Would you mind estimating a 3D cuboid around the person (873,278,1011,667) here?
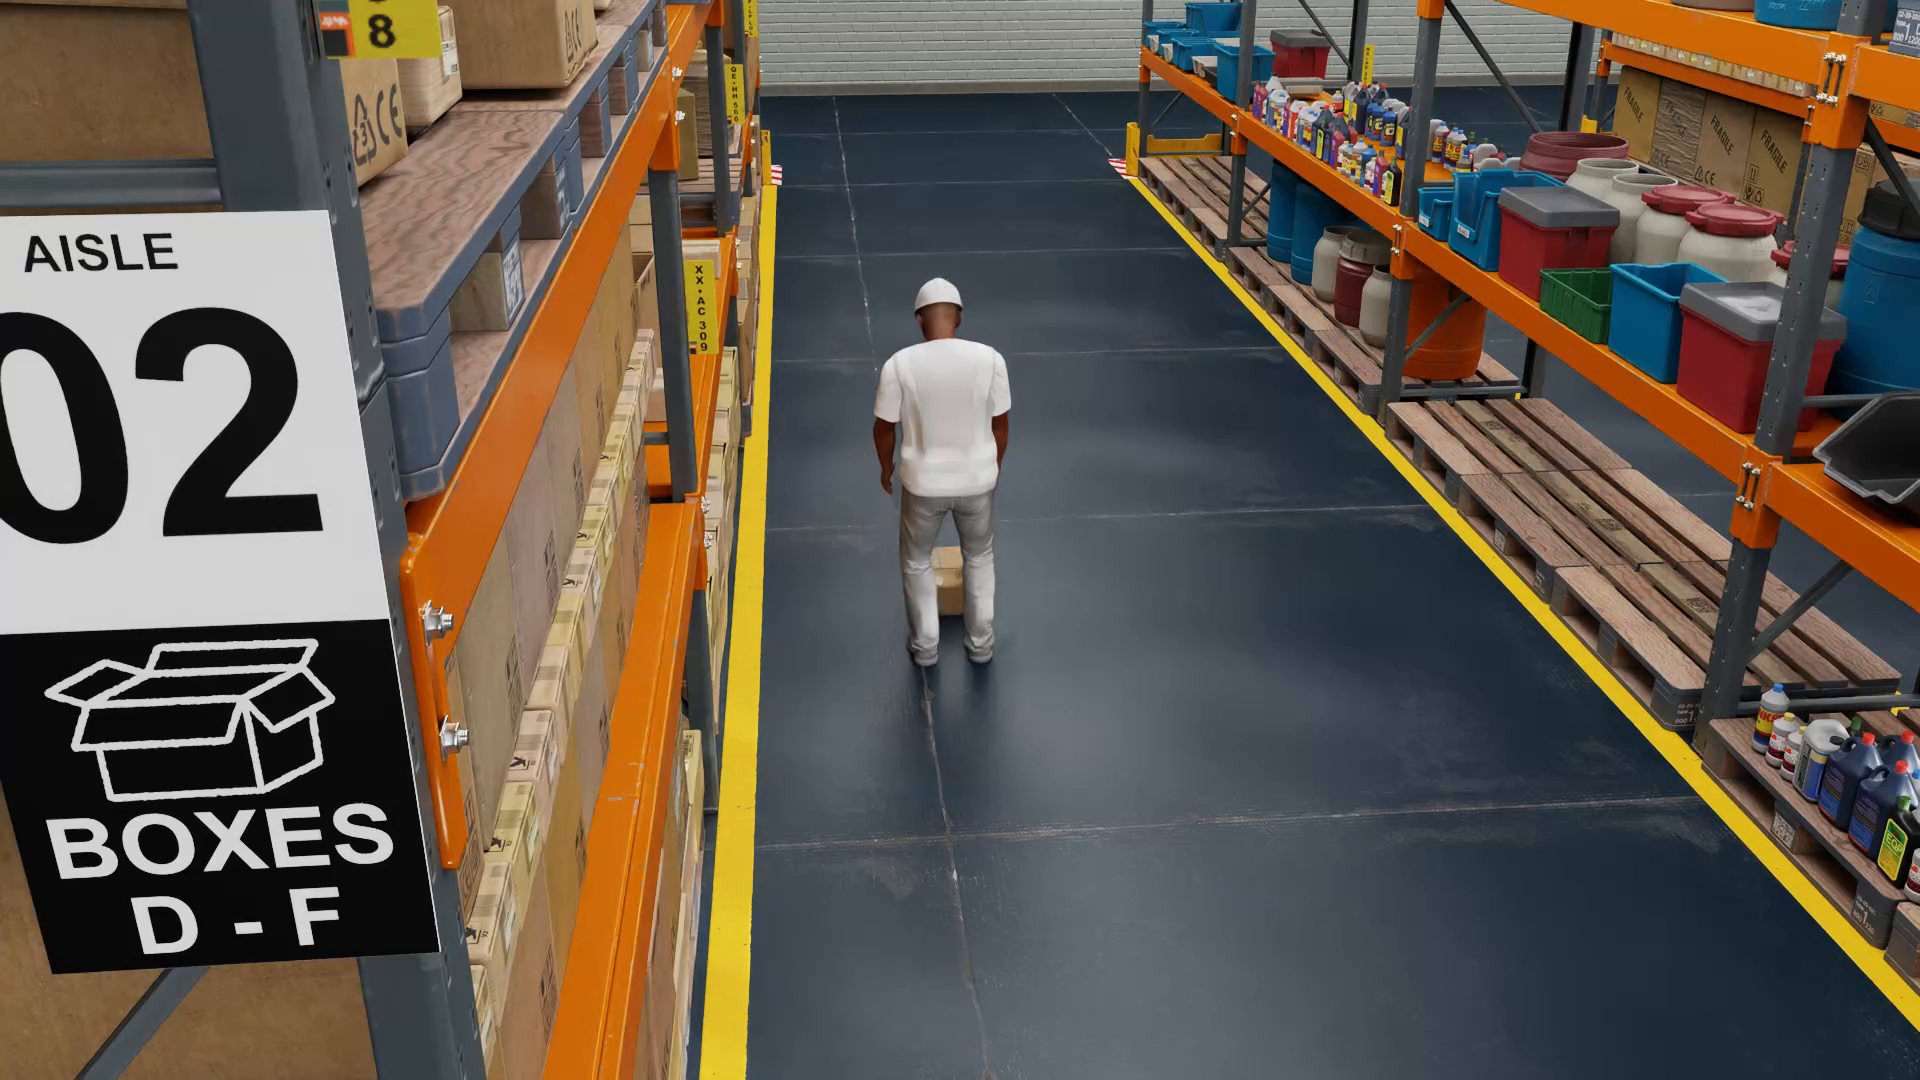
[{"bbox_3d":[-0.080,-0.278,7.273,0.591,1.715,0.453,-2,24,-5],"label":"person"}]
